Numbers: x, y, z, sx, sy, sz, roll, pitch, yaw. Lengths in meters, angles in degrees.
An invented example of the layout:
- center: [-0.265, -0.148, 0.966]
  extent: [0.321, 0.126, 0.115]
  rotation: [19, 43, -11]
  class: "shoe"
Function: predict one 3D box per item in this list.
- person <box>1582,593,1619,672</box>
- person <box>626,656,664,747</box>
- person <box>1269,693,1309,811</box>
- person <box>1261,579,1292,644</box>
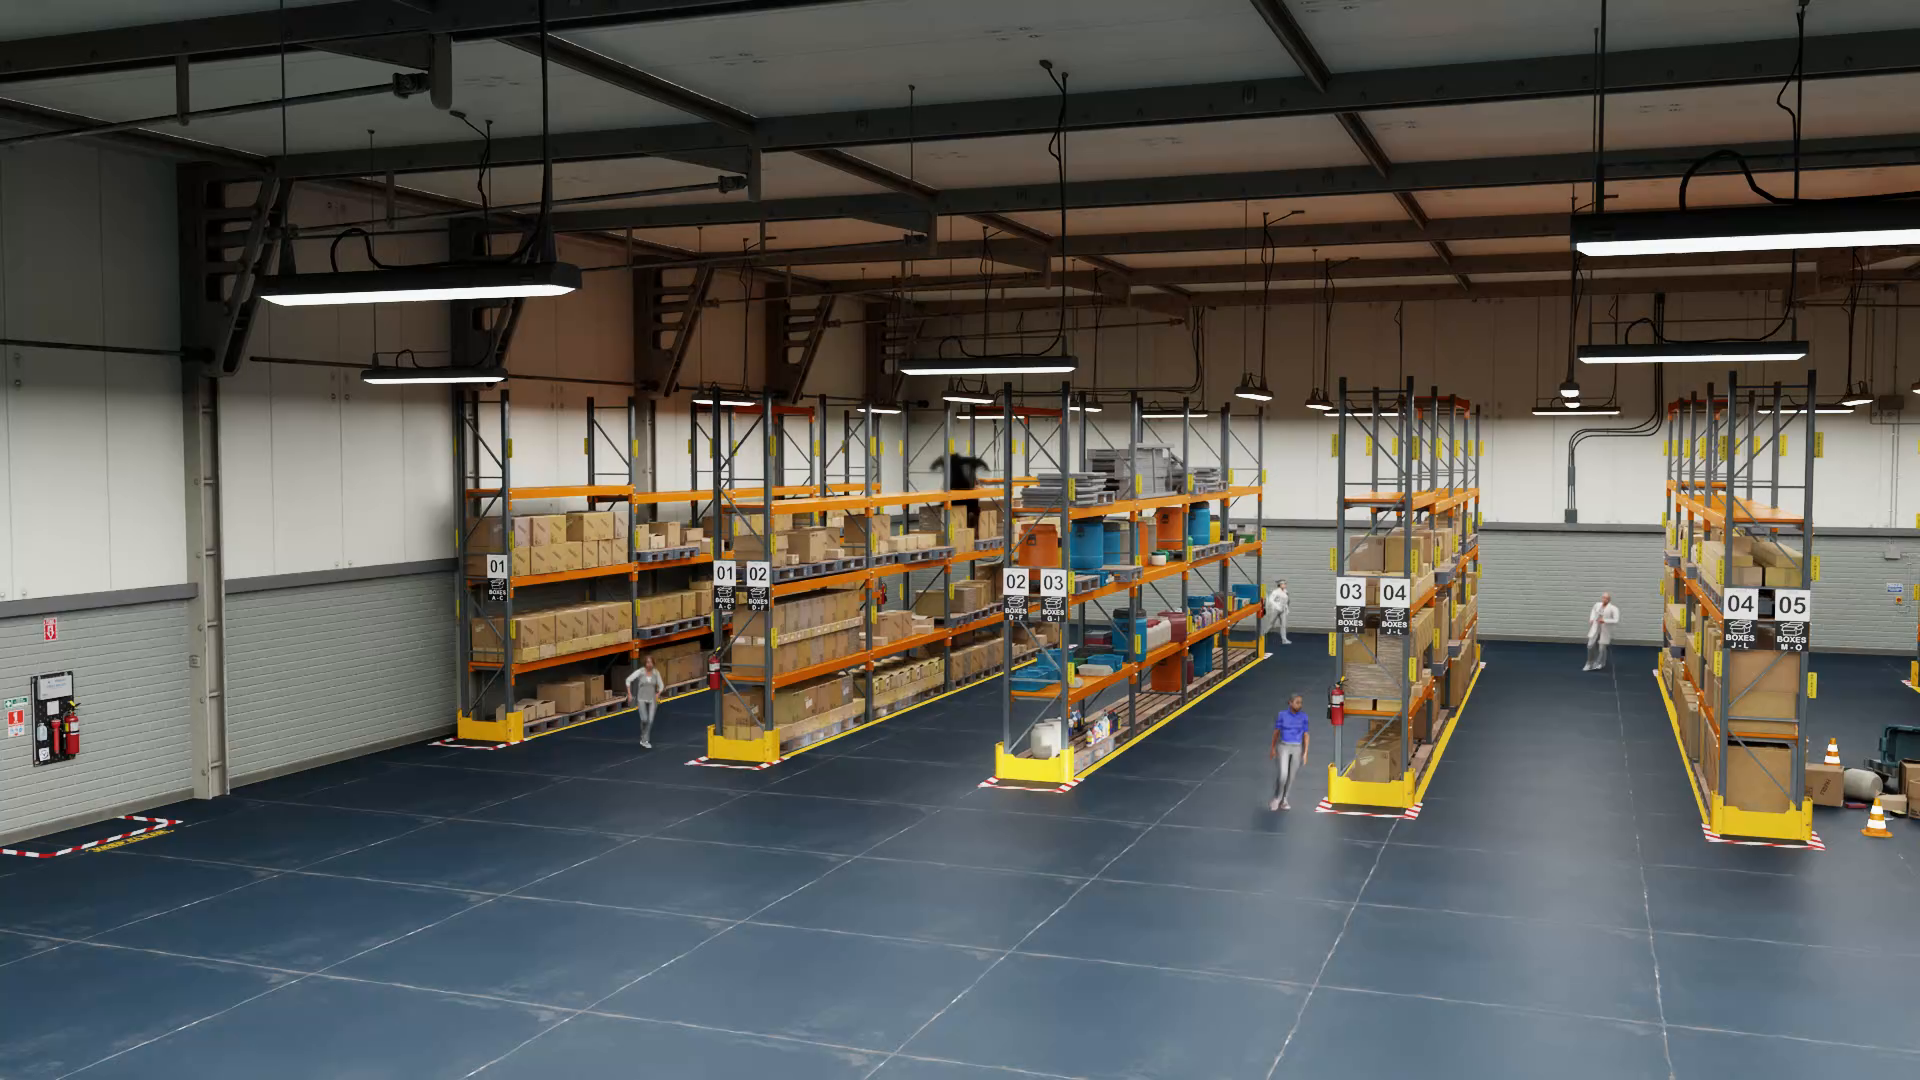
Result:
- center: [14.445, 2.084, 37.302]
  extent: [0.744, 1.813, 0.756]
  rotation: [3, 4, 42]
  class: "person"
- center: [-5.244, 2.696, 27.726]
  extent: [0.621, 1.556, 0.549]
  rotation: [-1, 3, -19]
  class: "person"
- center: [4.516, 2.902, 22.864]
  extent: [0.538, 1.629, 0.532]
  rotation: [0, 3, -5]
  class: "person"
- center: [8.126, 1.813, 42.210]
  extent: [0.648, 1.662, 0.948]
  rotation: [-2, 4, -33]
  class: "person"
